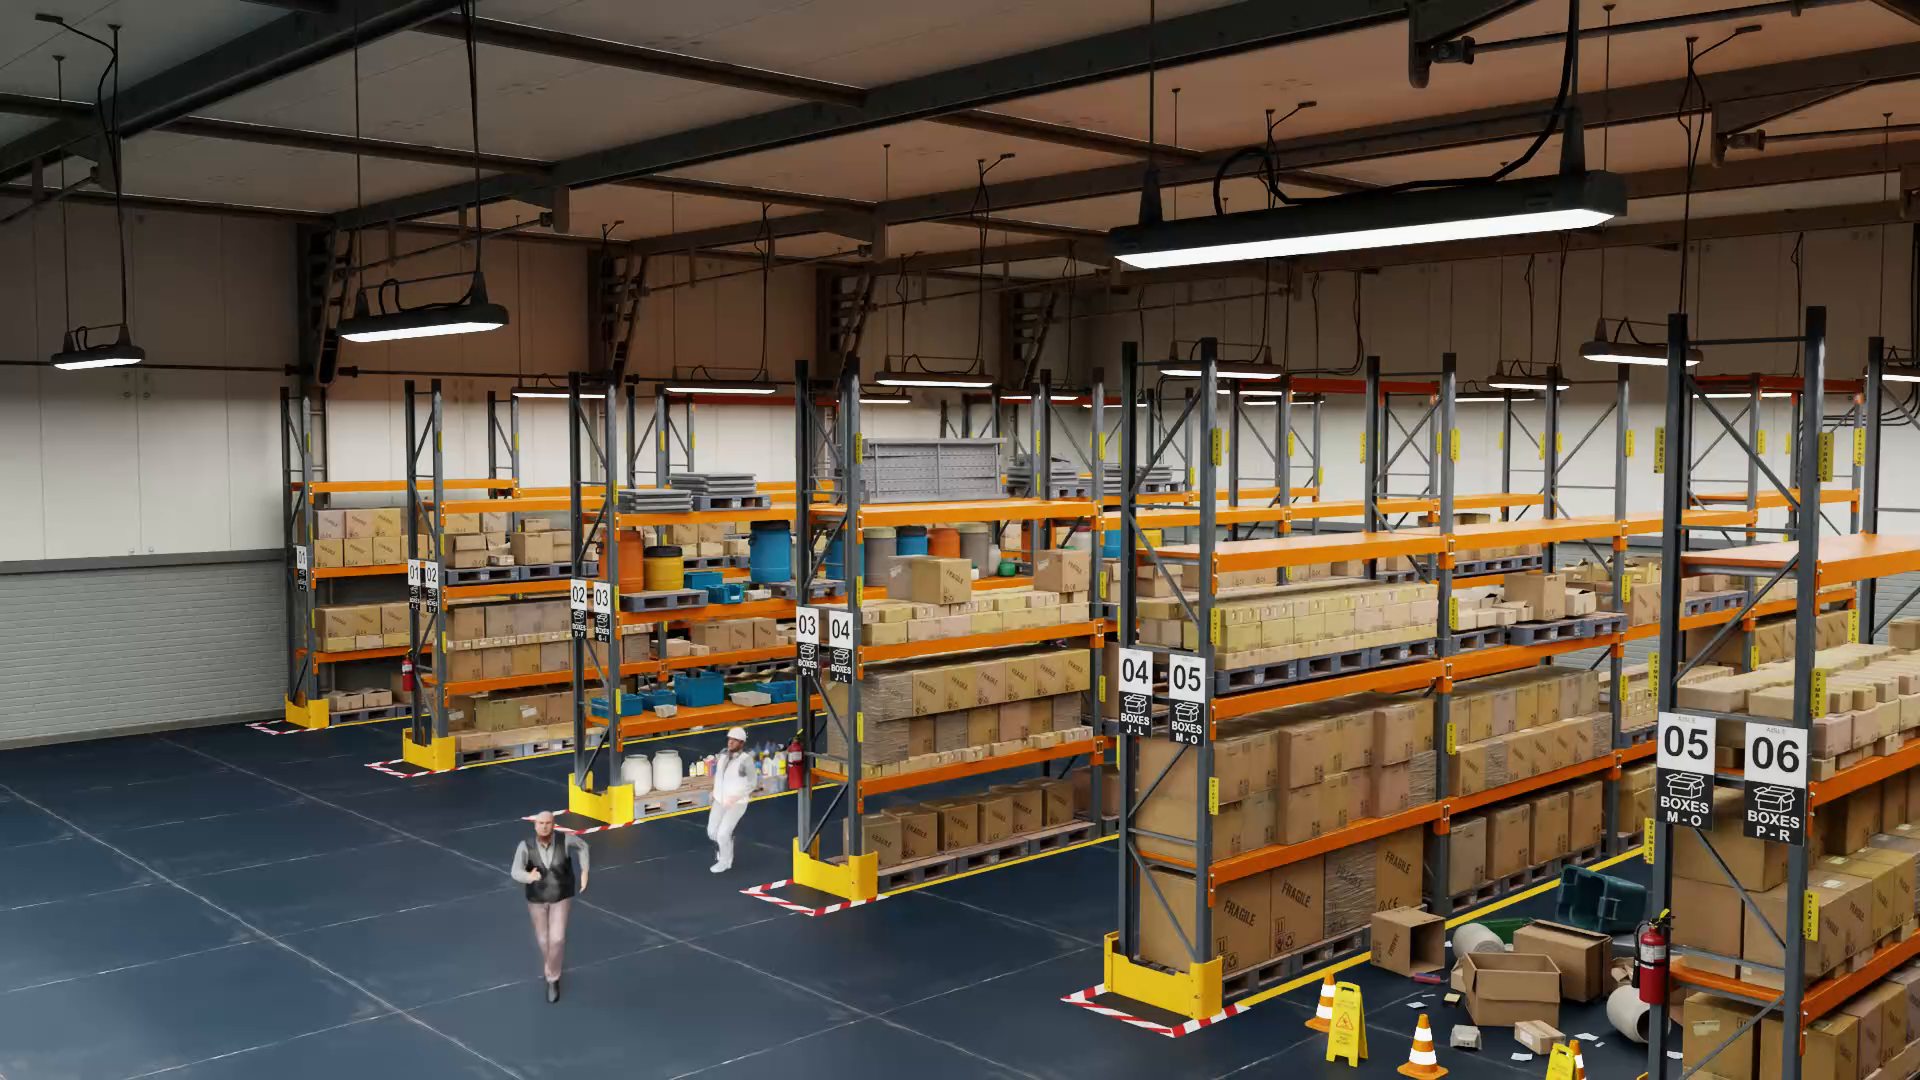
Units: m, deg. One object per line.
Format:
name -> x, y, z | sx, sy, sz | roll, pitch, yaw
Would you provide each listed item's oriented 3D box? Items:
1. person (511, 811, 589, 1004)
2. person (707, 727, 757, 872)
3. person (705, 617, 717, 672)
person -> -3.766, 3.335, 15.288 | 0.679, 1.745, 0.833 | -1, 4, -9
person -> -2.681, 3.054, 19.628 | 0.706, 1.722, 0.550 | 2, 4, 30
person -> -4.785, 2.308, 32.172 | 0.504, 1.634, 0.711 | 3, 5, 41
